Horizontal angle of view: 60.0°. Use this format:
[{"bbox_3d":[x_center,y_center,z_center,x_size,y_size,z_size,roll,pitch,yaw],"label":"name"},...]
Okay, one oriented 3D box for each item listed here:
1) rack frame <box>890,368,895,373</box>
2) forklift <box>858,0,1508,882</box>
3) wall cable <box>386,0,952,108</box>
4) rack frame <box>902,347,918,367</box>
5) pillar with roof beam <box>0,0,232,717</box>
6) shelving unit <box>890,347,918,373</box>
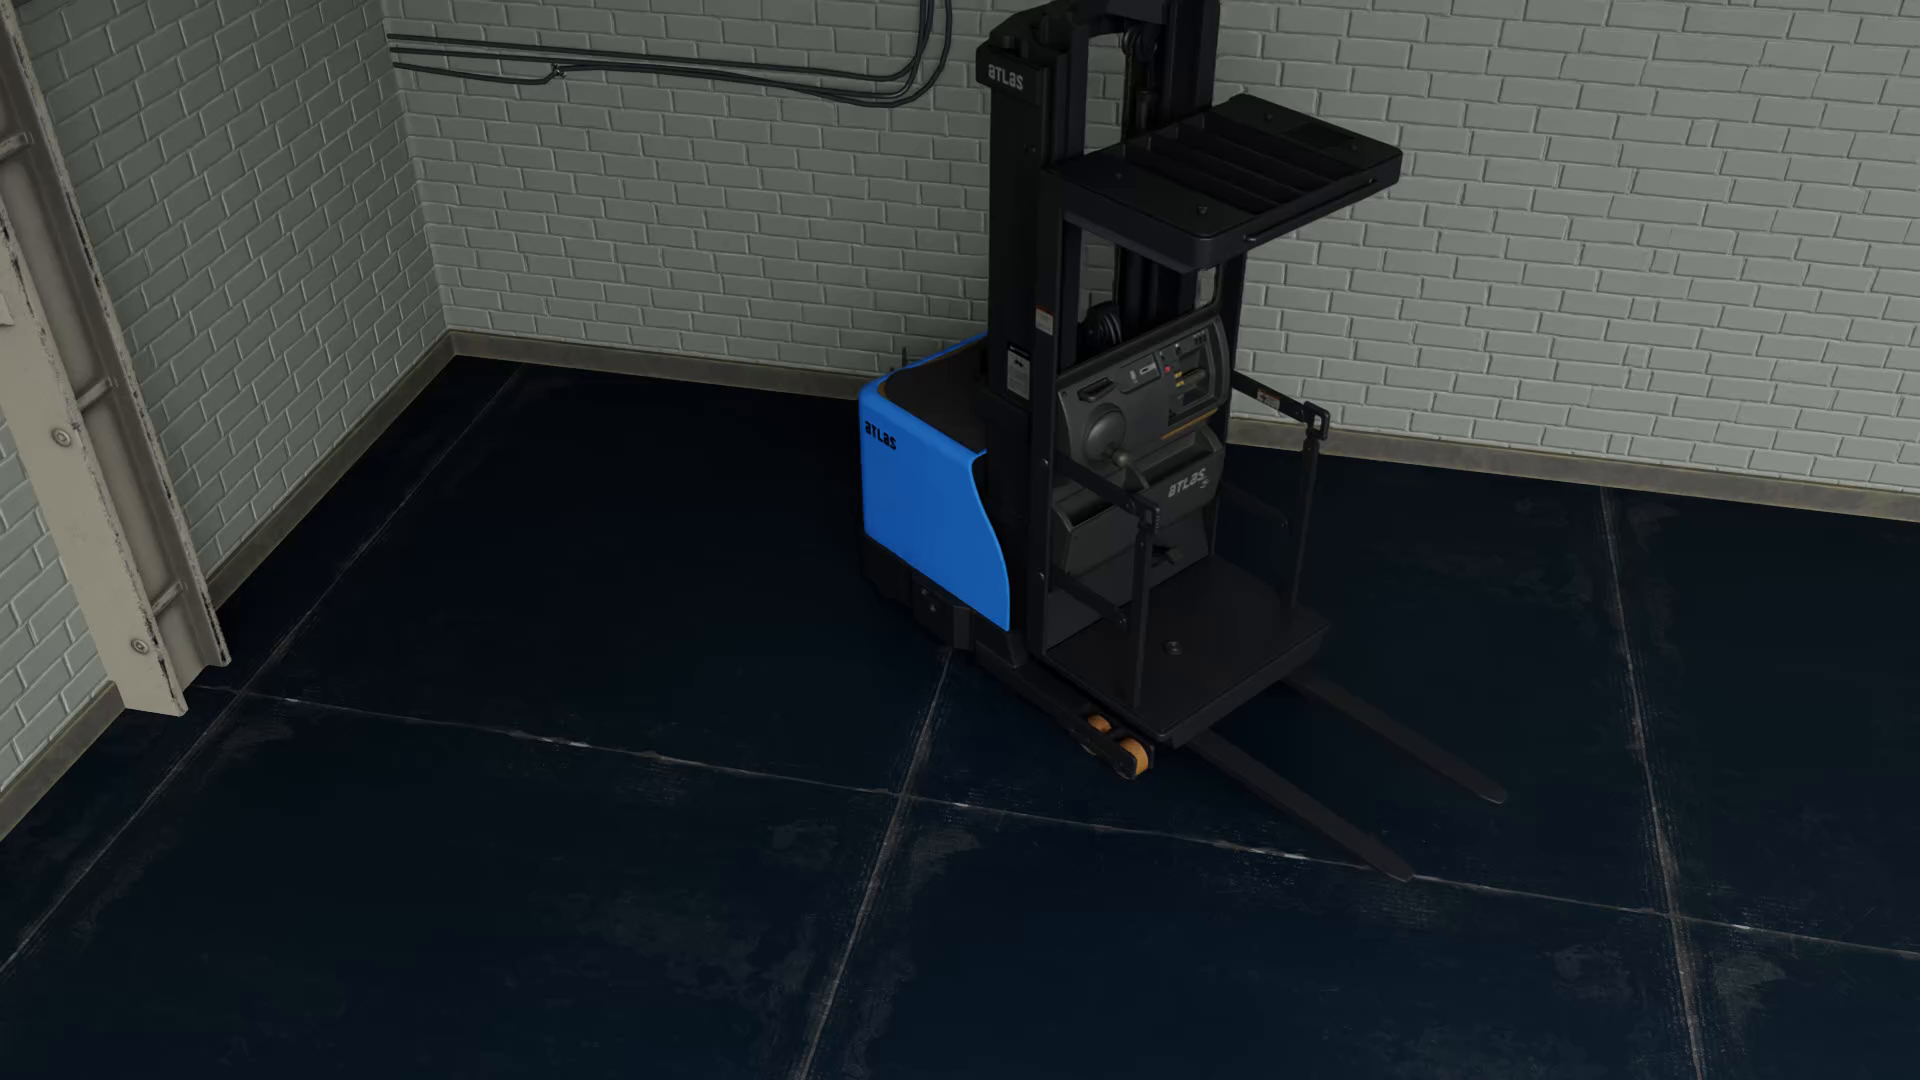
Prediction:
[{"bbox_3d":[-0.211,-0.430,8.076,0.240,0.900,0.006,9,37,12],"label":"rack frame"},{"bbox_3d":[0.885,-0.539,6.496,1.130,2.935,3.031,-28,44,-33],"label":"forklift"},{"bbox_3d":[-1.556,-3.278,7.751,3.097,2.526,0.112,7,37,10],"label":"wall cable"},{"bbox_3d":[-0.160,-0.545,8.235,0.240,0.900,0.006,9,37,12],"label":"rack frame"},{"bbox_3d":[0.729,-2.473,3.994,9.100,9.000,0.400,7,37,10],"label":"pillar with roof beam"},{"bbox_3d":[-0.186,-0.487,8.156,0.258,0.900,0.210,9,37,12],"label":"shelving unit"}]
